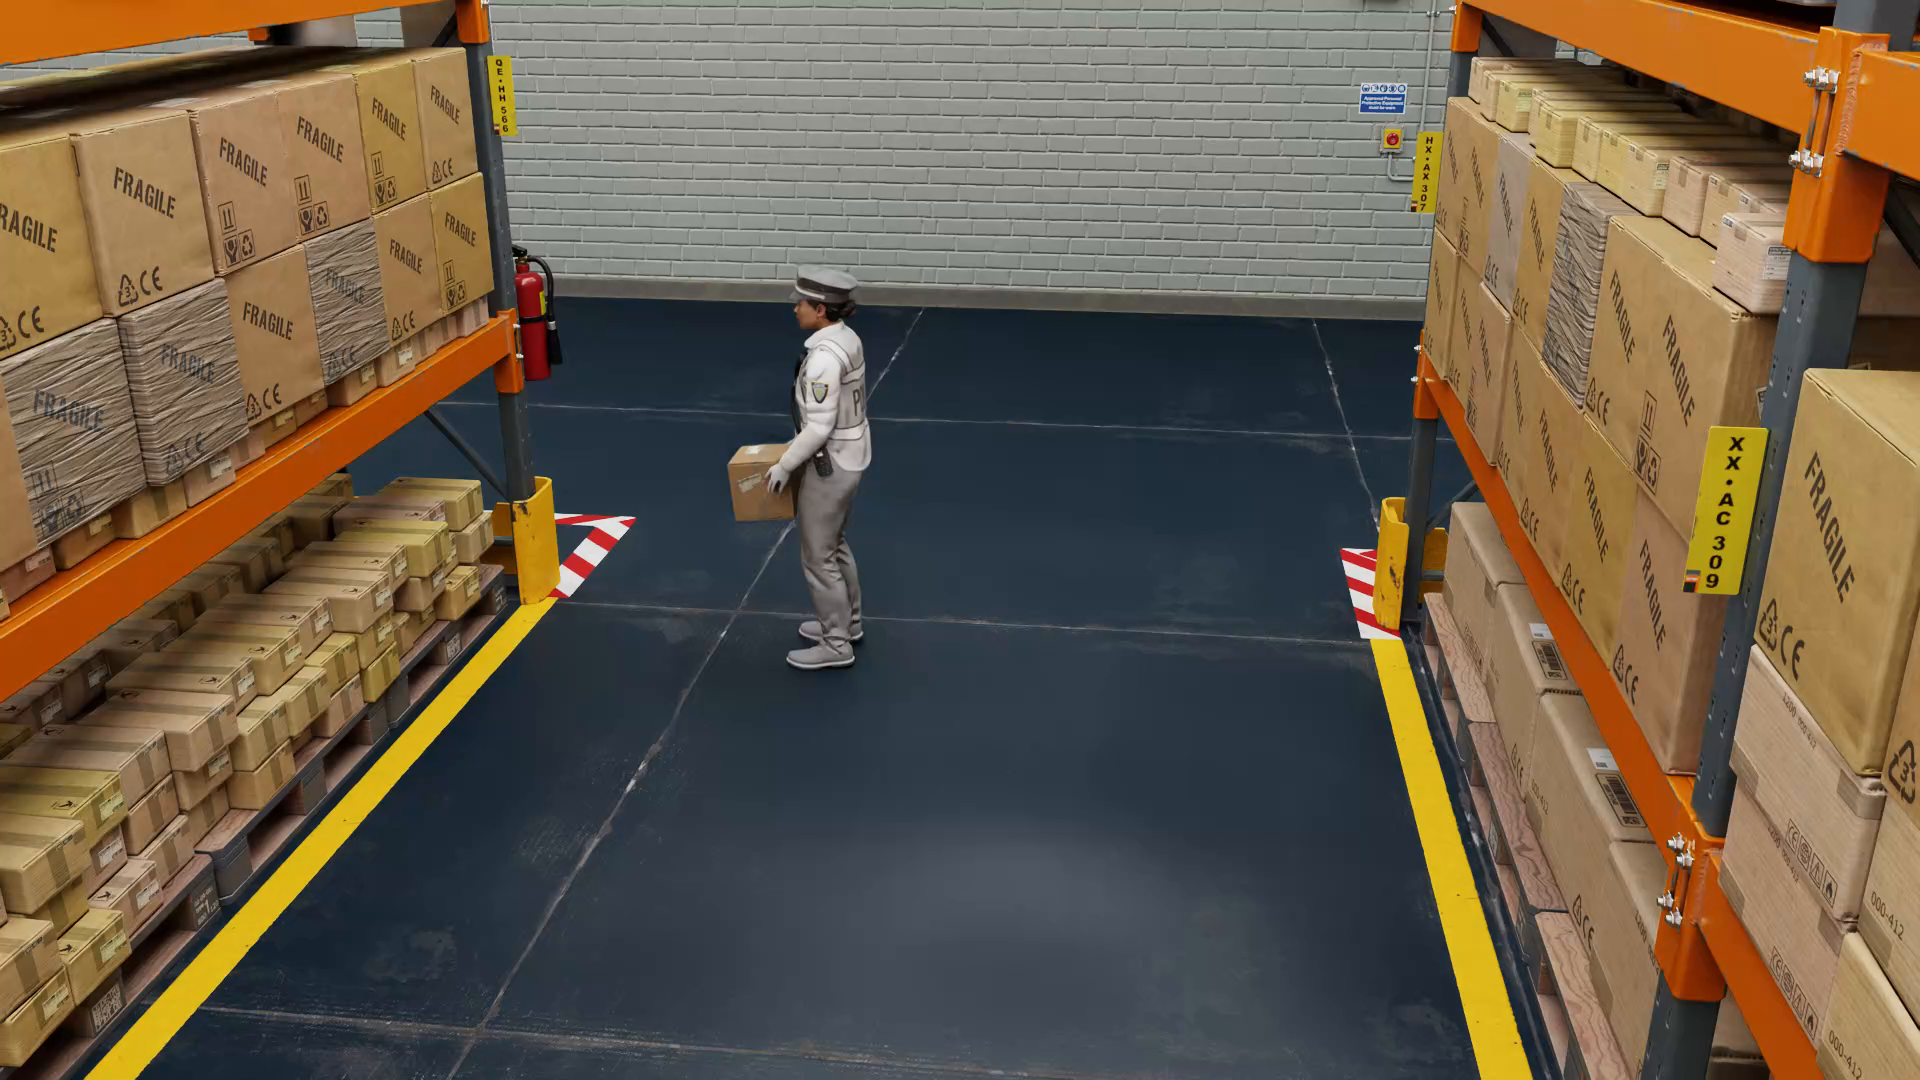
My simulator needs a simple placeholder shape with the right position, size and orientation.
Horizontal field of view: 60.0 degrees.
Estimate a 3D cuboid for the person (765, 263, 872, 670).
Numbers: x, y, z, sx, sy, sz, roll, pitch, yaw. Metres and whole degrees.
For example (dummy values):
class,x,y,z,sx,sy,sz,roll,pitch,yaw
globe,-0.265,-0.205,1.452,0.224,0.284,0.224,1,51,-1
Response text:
class,x,y,z,sx,sy,sz,roll,pitch,yaw
person,-0.571,-0.298,6.814,0.411,1.684,0.500,2,21,5
